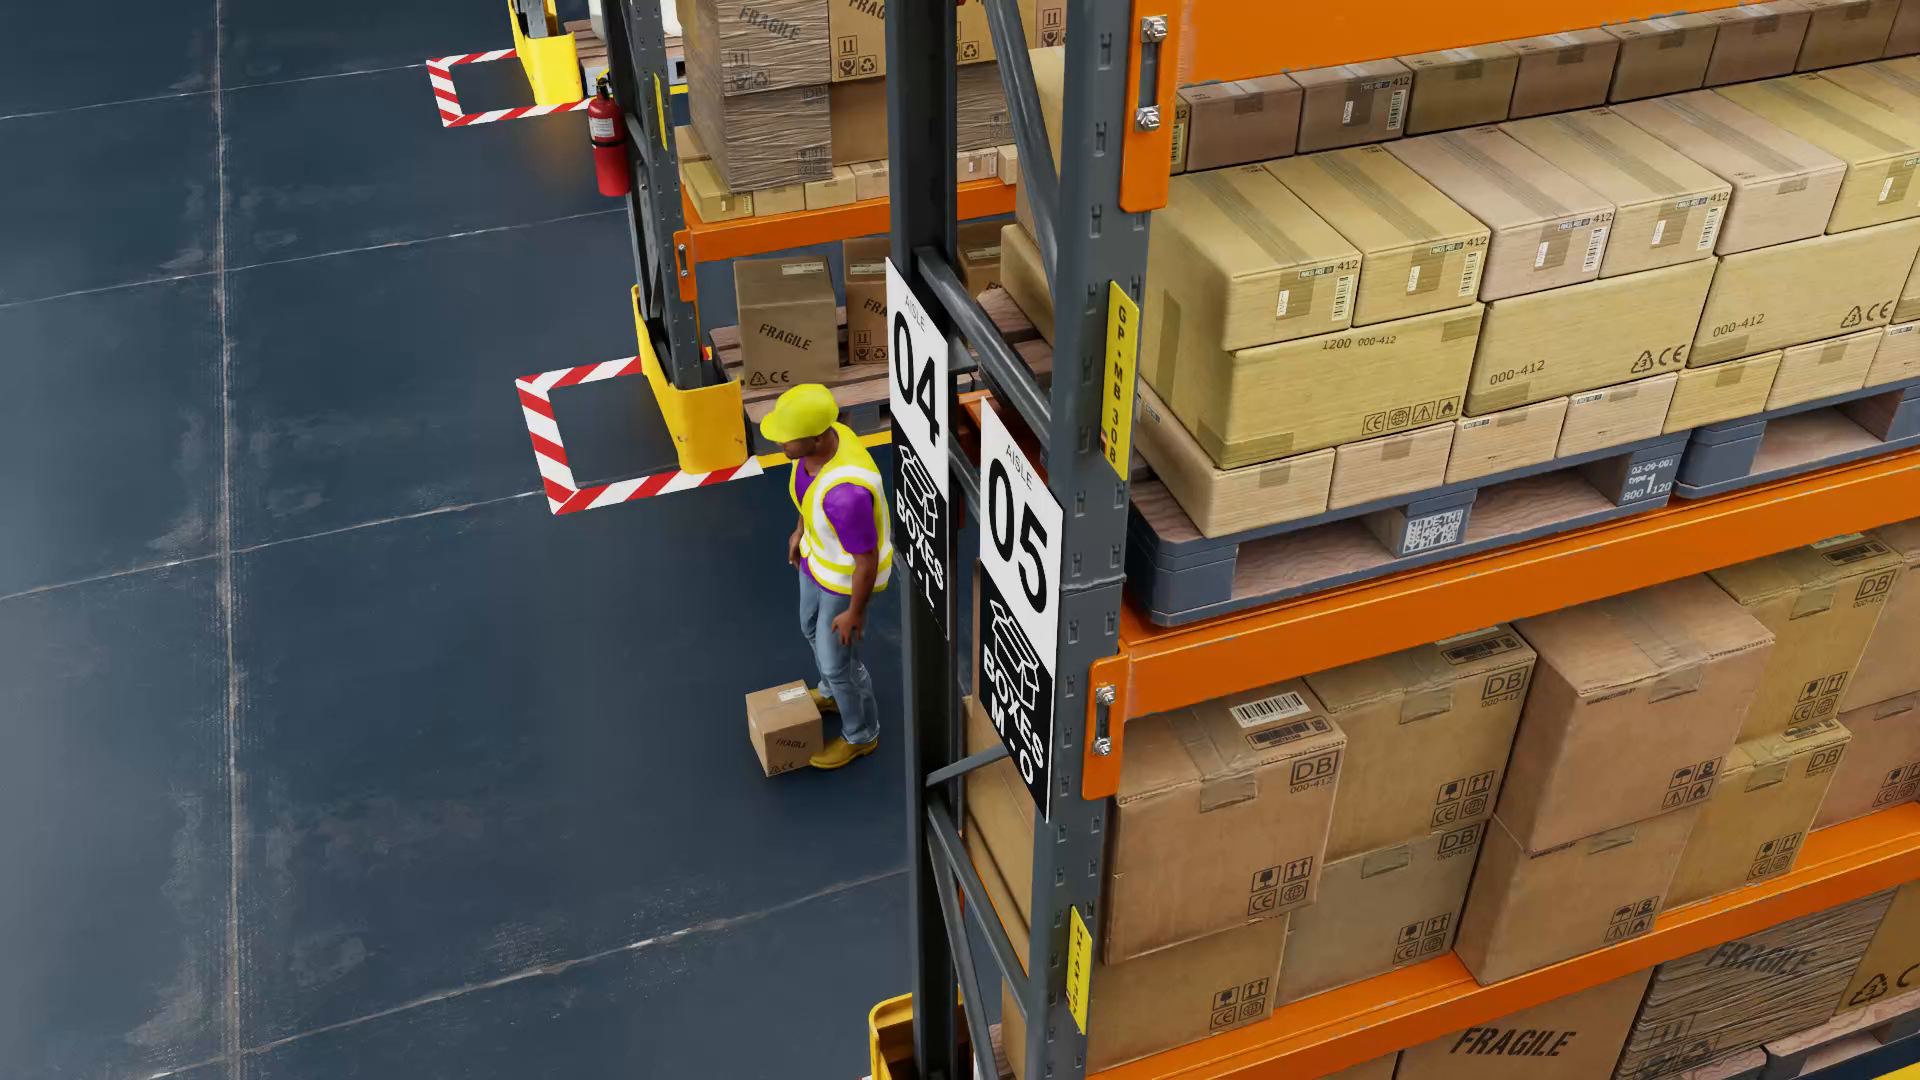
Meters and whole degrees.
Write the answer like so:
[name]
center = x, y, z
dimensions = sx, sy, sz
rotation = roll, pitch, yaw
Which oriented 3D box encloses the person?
[person]
center = -0.509, 0.123, 6.480
dimensions = 0.462, 1.756, 0.631
rotation = -15, 40, -18
